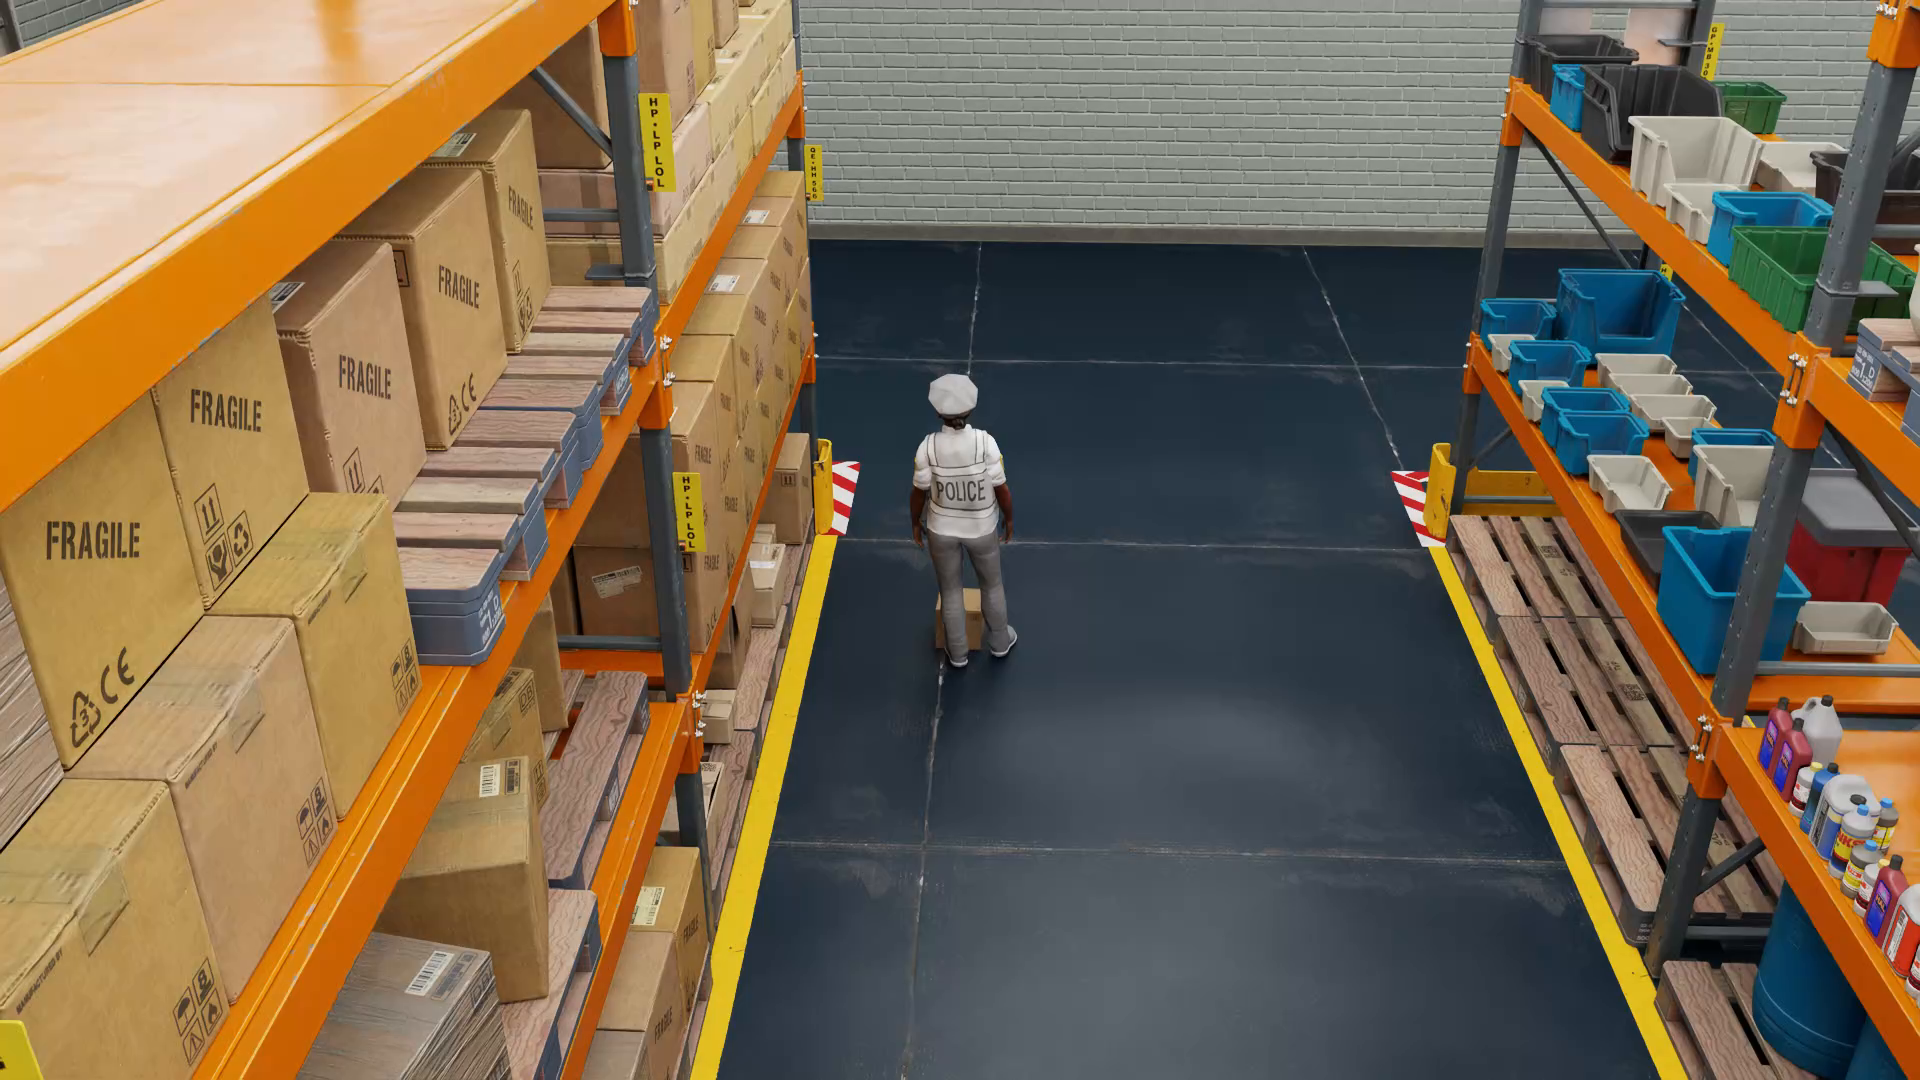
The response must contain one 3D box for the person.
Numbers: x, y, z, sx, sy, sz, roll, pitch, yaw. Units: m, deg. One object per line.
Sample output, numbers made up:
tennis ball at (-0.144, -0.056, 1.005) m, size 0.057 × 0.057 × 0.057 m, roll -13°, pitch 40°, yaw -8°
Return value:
person at (0.027, -0.107, 8.768) m, size 0.569 × 1.694 × 0.529 m, roll 1°, pitch 28°, yaw 2°
